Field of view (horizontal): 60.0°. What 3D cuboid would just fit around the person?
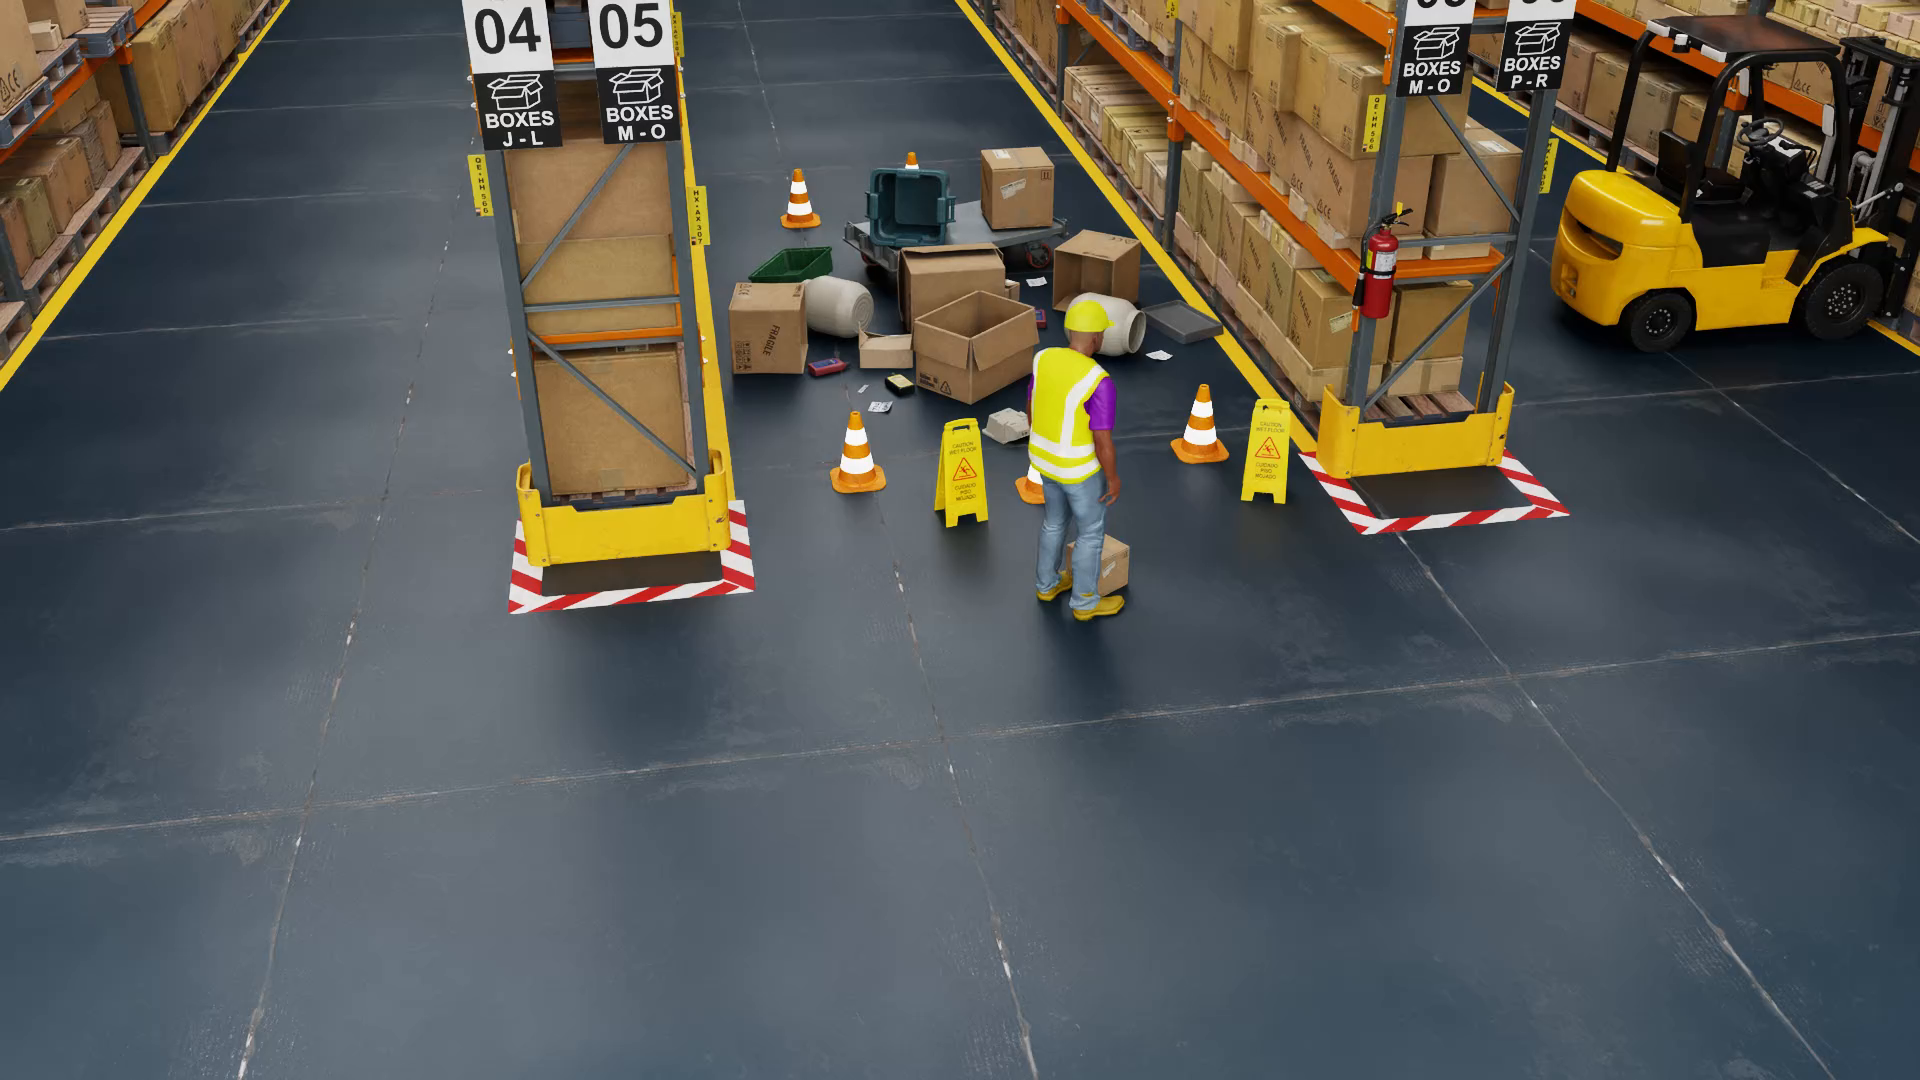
[{"bbox_3d":[0.614,-0.423,8.838,0.461,1.760,0.626,-23,38,-34],"label":"person"}]
